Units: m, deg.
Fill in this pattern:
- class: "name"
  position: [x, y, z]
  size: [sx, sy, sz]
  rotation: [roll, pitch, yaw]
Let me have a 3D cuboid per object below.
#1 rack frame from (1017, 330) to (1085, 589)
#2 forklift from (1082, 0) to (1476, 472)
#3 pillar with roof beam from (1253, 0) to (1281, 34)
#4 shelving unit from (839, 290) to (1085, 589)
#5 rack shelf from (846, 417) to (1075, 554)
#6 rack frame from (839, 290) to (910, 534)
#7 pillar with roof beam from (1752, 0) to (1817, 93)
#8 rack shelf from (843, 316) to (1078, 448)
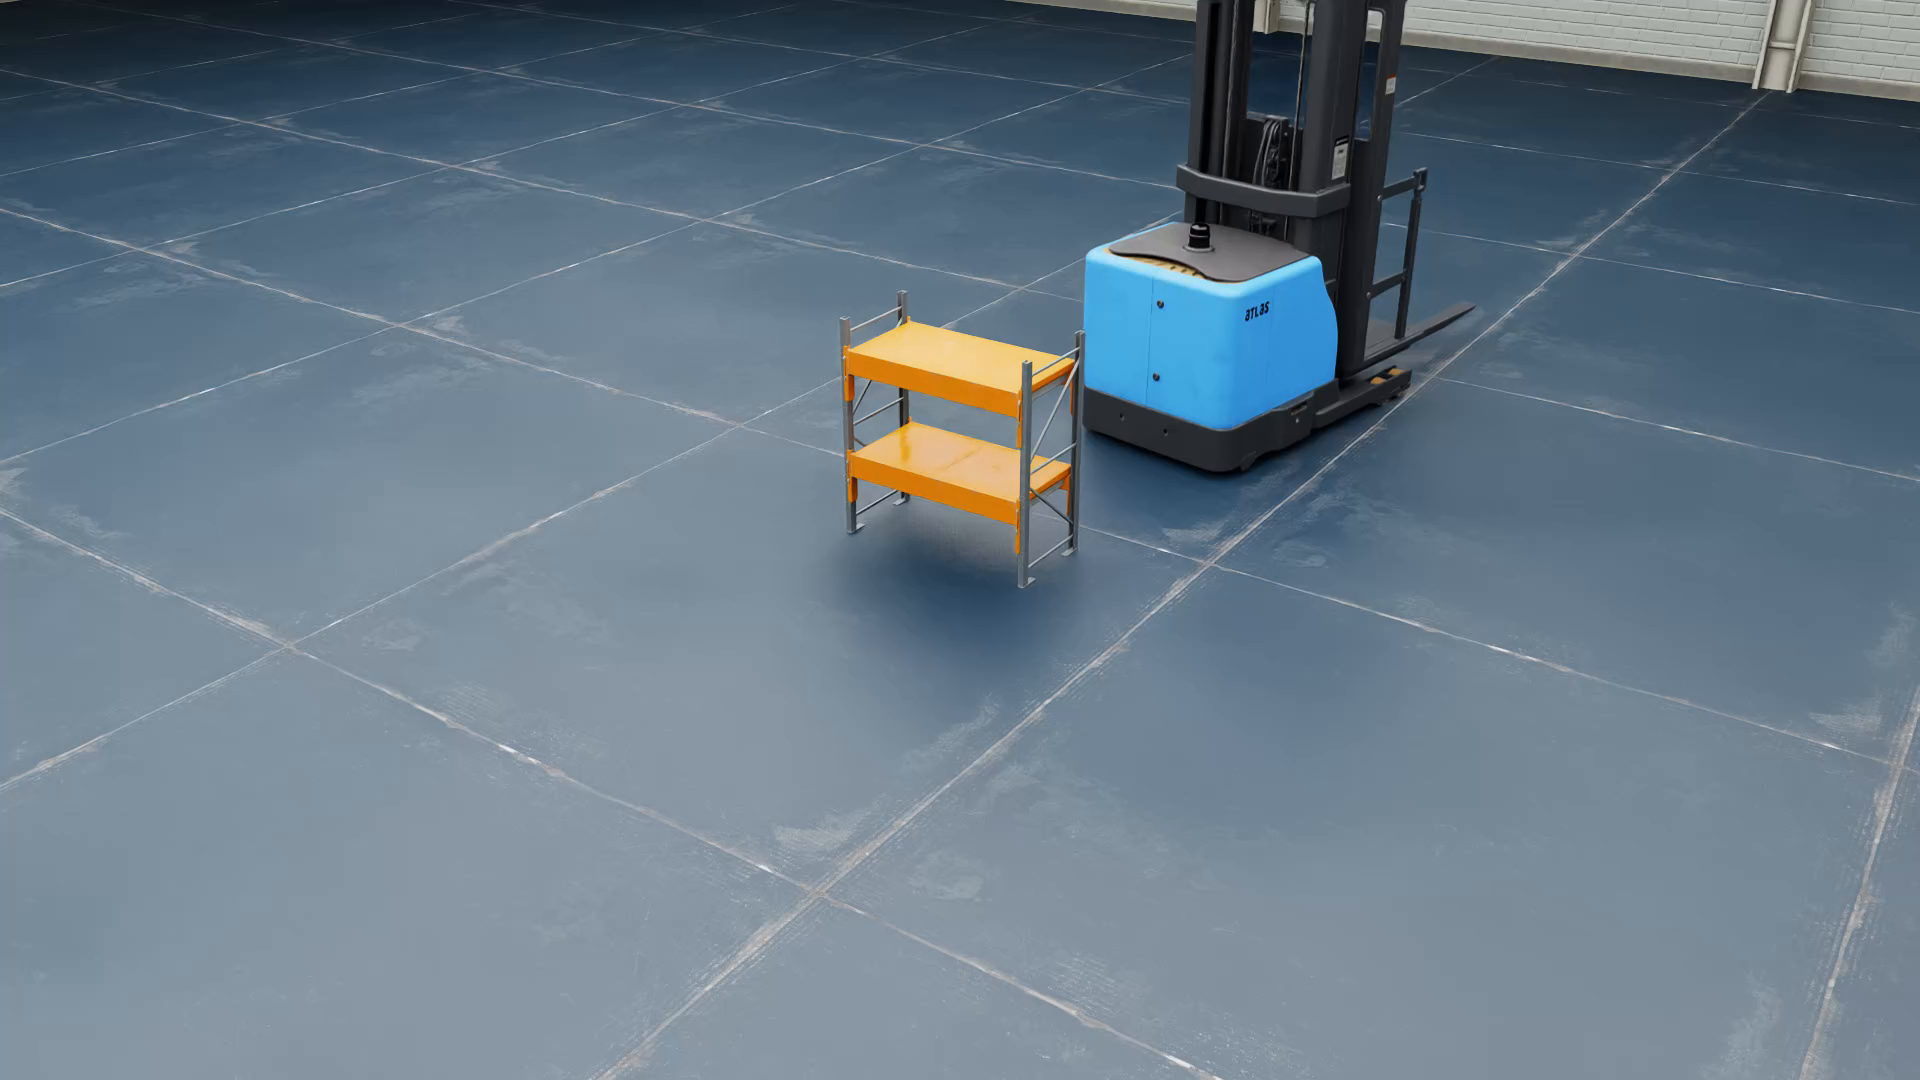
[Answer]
- class: "rack frame"
  position: [0.425, -0.369, 7.735]
  size: [0.032, 1.125, 0.500]
  rotation: [17, 32, 30]
- class: "forklift"
  position: [2.048, -2.241, 9.422]
  size: [1.130, 2.935, 3.031]
  rotation: [24, 35, 38]
- class: "pillar with roof beam"
  position: [1.291, -8.755, 15.531]
  size: [0.400, 9.000, 9.100]
  rotation: [17, 32, 30]
- class: "shelving unit"
  position: [0.006, -0.500, 7.991]
  size: [1.048, 1.125, 0.538]
  rotation: [17, 32, 30]
- class: "rack shelf"
  position: [0.006, -0.282, 8.102]
  size: [1.000, 0.278, 0.538]
  rotation: [17, 32, 30]
- class: "rack frame"
  position: [-0.413, -0.630, 8.248]
  size: [0.032, 1.125, 0.500]
  rotation: [17, 32, 30]
- class: "pillar with roof beam"
  position: [6.236, -7.214, 12.504]
  size: [0.400, 9.000, 9.100]
  rotation: [17, 32, 30]
- class: "rack shelf"
  position: [0.006, -0.760, 7.859]
  size: [1.000, 0.278, 0.538]
  rotation: [17, 32, 30]
